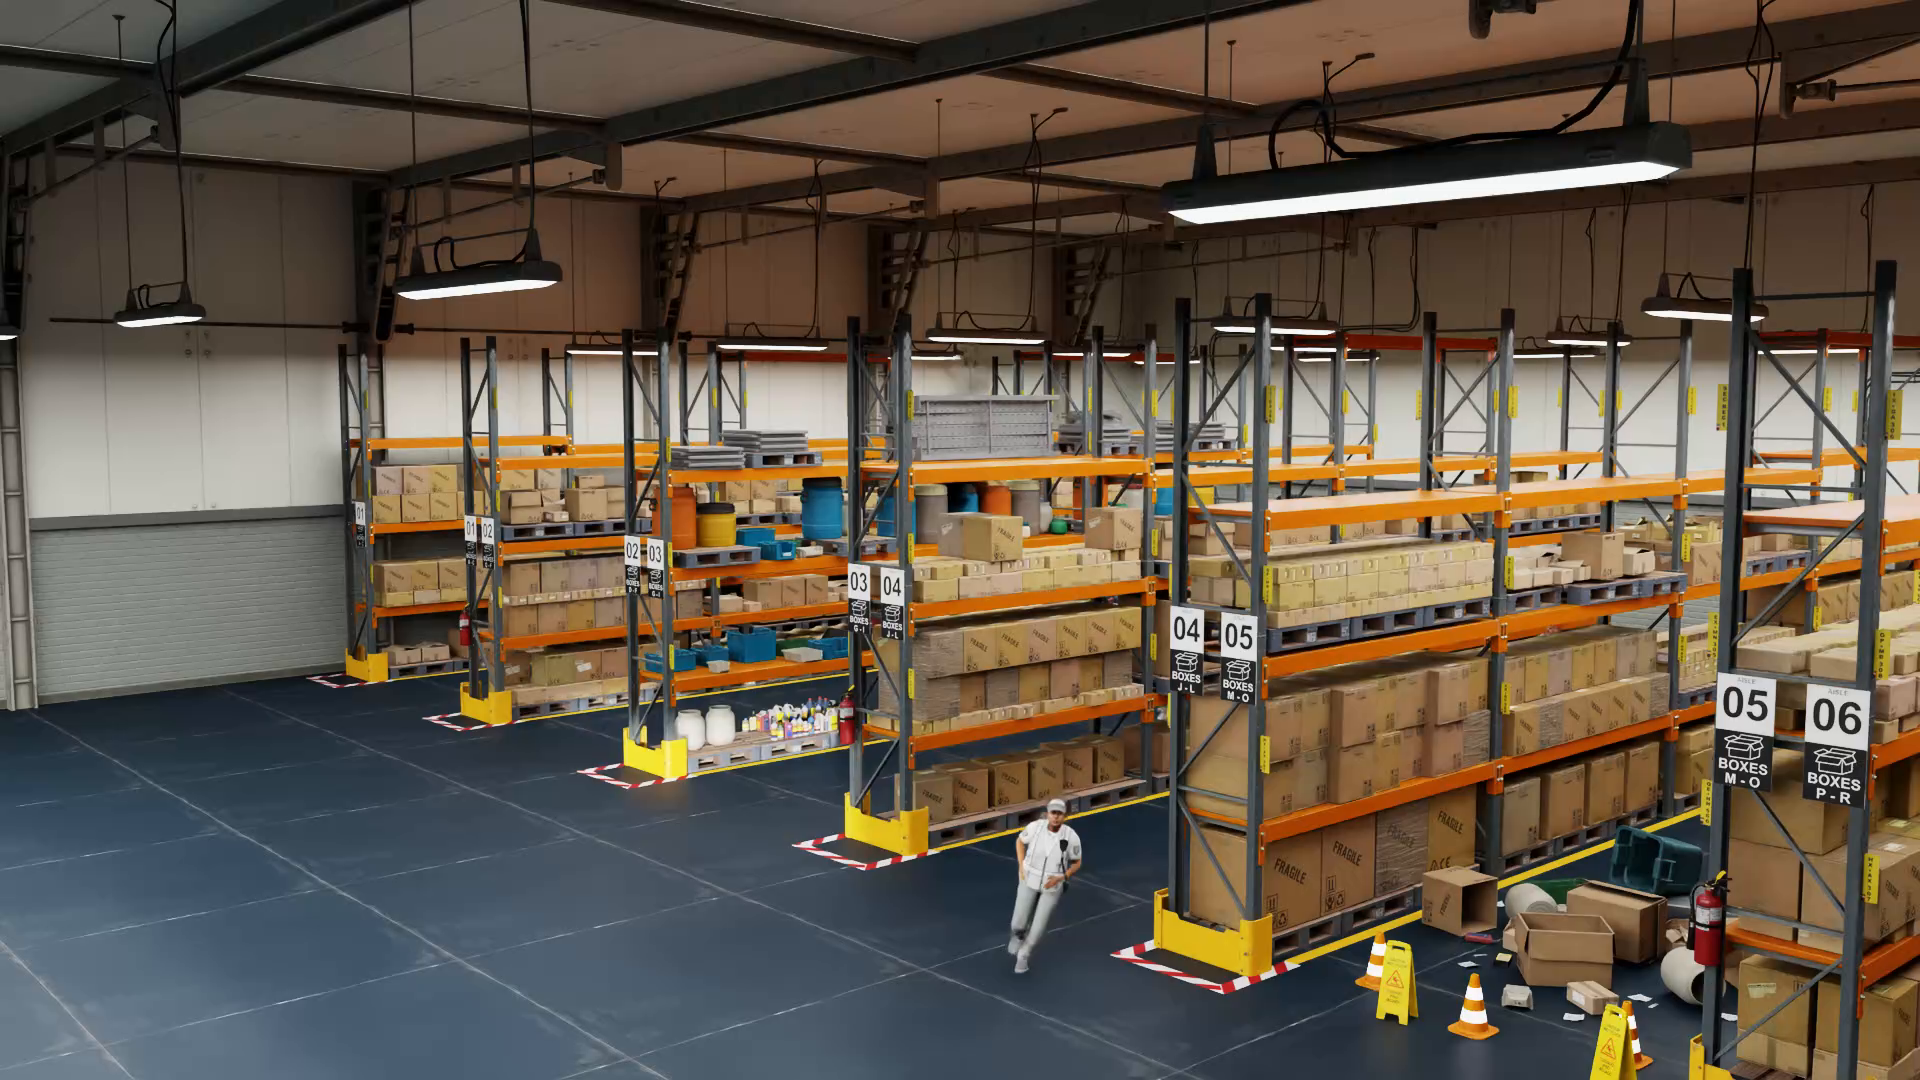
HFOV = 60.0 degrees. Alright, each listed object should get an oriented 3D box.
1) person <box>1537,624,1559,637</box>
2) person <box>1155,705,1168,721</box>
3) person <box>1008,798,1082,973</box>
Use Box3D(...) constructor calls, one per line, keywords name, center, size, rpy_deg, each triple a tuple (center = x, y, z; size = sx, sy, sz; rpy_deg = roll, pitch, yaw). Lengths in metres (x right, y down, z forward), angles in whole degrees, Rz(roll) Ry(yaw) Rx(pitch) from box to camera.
Box3D(name="person", center=(9.024, 2.046, 25.382), size=(0.711, 1.734, 0.702), rpy_deg=(-5, 7, -42))
Box3D(name="person", center=(3.126, 1.820, 24.760), size=(0.775, 1.728, 0.580), rpy_deg=(-5, 7, -43))
Box3D(name="person", center=(0.743, 3.057, 14.791), size=(0.685, 1.584, 0.551), rpy_deg=(1, 5, 10))
